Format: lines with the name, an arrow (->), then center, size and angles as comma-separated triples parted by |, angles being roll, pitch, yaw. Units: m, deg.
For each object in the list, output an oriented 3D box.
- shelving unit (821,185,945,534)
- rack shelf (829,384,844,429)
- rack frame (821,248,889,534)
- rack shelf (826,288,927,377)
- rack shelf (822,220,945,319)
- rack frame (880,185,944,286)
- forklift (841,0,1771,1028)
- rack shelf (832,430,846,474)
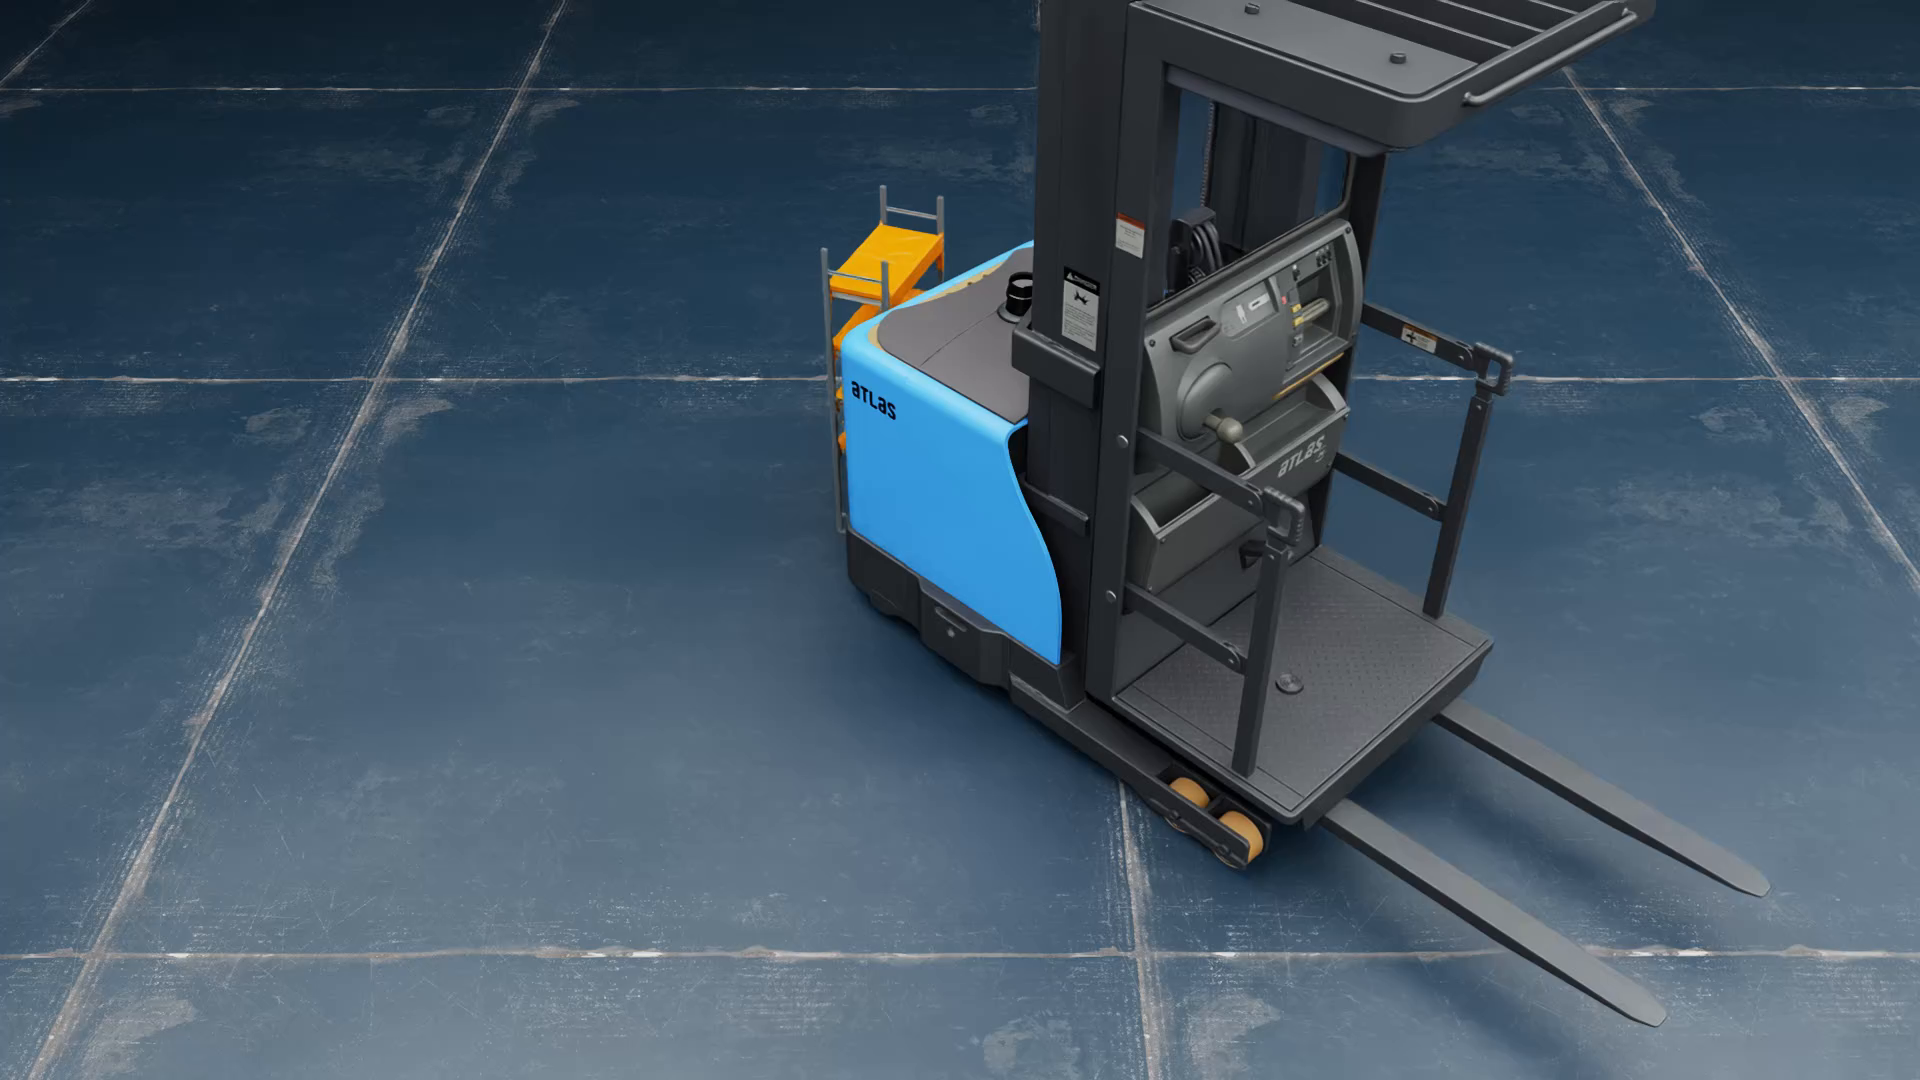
shelving unit -> -0.261, -0.617, 6.061 | 0.258, 1.200, 0.503 | 14, 41, 17
rack shelf -> -0.261, -0.565, 6.103 | 0.258, 0.148, 0.480 | 14, 41, 17
rack frame -> -0.350, -0.476, 5.884 | 0.240, 1.200, 0.015 | 14, 41, 17
rack shelf -> -0.261, -0.739, 5.963 | 0.258, 0.148, 0.480 | 14, 41, 17
rack shelf -> -0.261, -0.924, 5.815 | 0.258, 0.148, 0.480 | 14, 41, 17
rack frame -> -0.171, -0.759, 6.238 | 0.240, 1.200, 0.015 | 14, 41, 17
forklift -> 0.988, -0.526, 4.562 | 1.130, 2.935, 3.031 | -32, 48, -33
rack shelf -> -0.261, -0.410, 6.227 | 0.258, 0.148, 0.480 | 14, 41, 17
